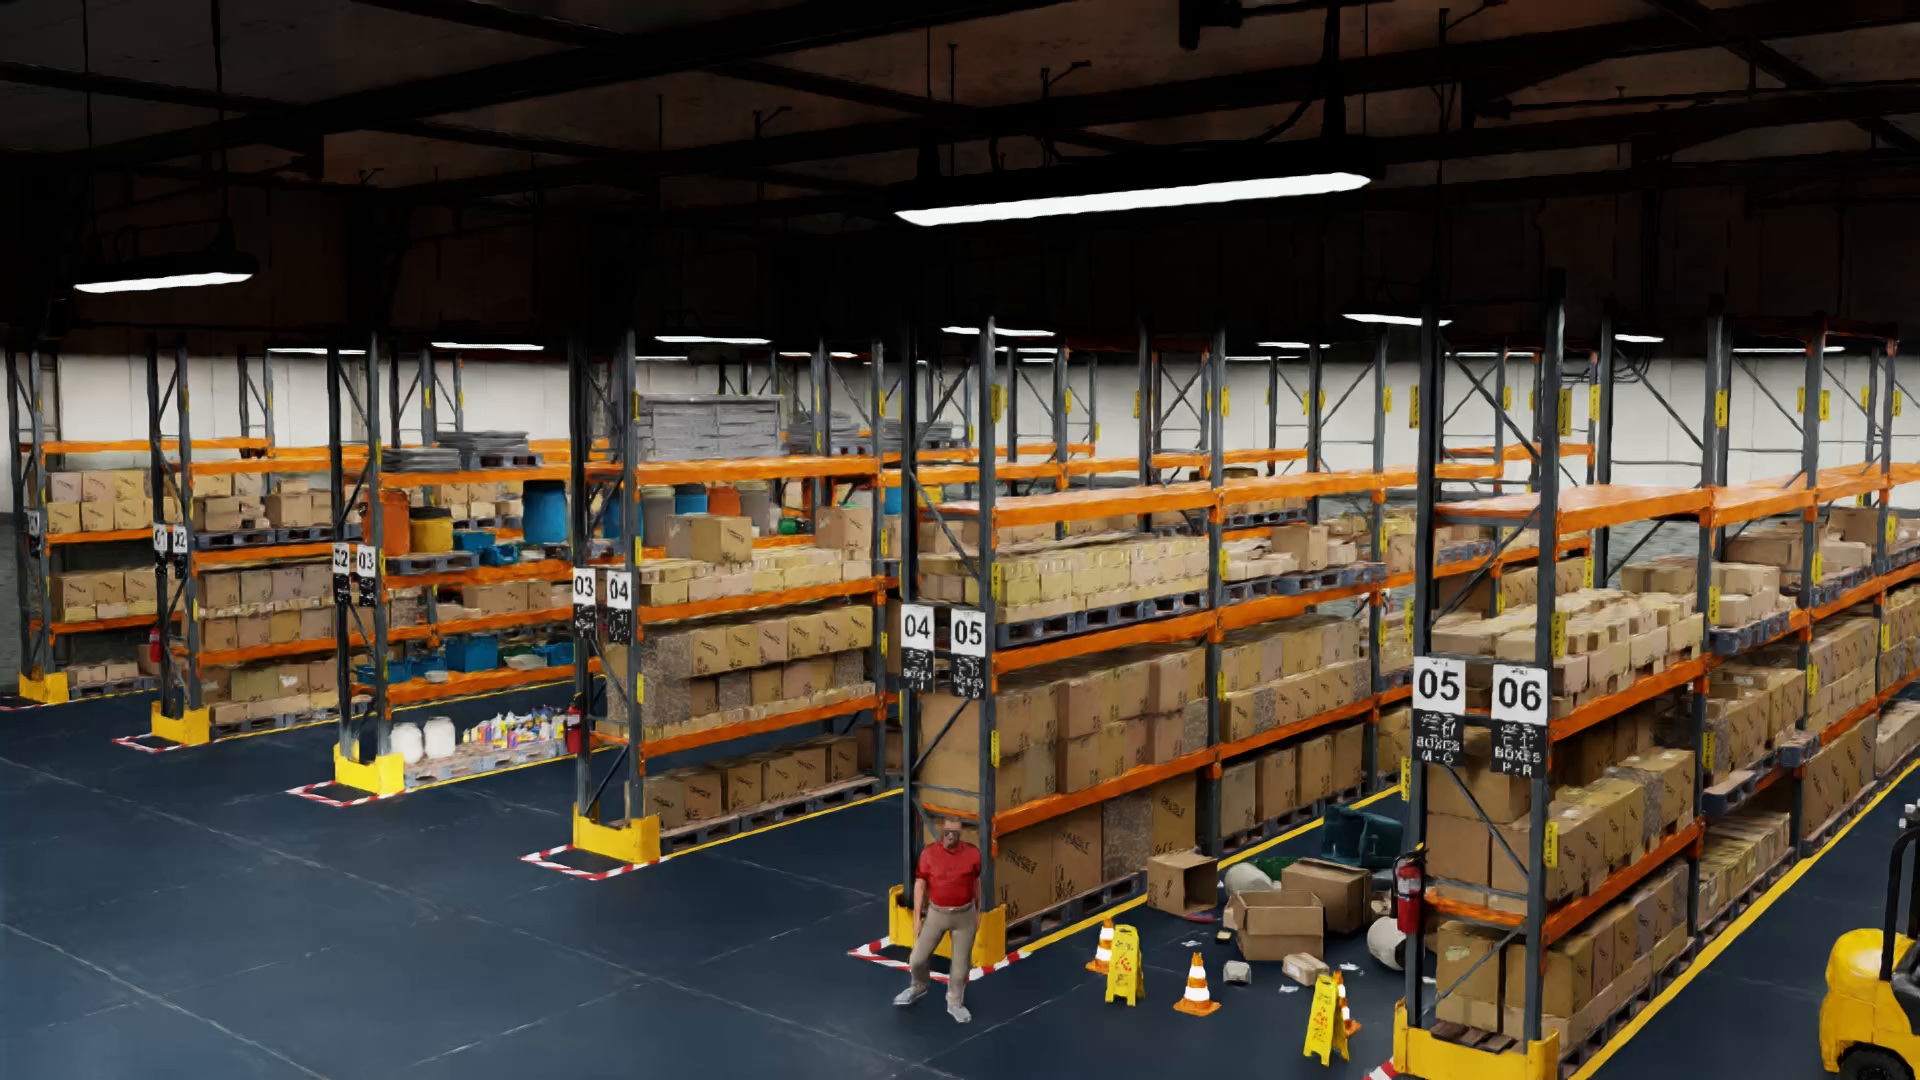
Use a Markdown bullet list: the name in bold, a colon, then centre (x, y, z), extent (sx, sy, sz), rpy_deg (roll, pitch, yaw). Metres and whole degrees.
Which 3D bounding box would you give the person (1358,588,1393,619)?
- **person**: centre (8.007, 1.447, 31.940), extent (0.706, 1.683, 0.843), rpy_deg (2, 6, 21)

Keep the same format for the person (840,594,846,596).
- **person**: centre (-2.770, 0.641, 41.491), extent (0.592, 1.604, 0.518), rpy_deg (4, 6, 36)

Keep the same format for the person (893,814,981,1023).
- **person**: centre (-0.186, 3.080, 13.694), extent (0.729, 1.718, 0.547), rpy_deg (0, 5, -3)

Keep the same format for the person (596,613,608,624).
- **person**: centre (-7.488, 1.228, 34.782), extent (0.453, 1.612, 1.019), rpy_deg (4, 6, 37)
